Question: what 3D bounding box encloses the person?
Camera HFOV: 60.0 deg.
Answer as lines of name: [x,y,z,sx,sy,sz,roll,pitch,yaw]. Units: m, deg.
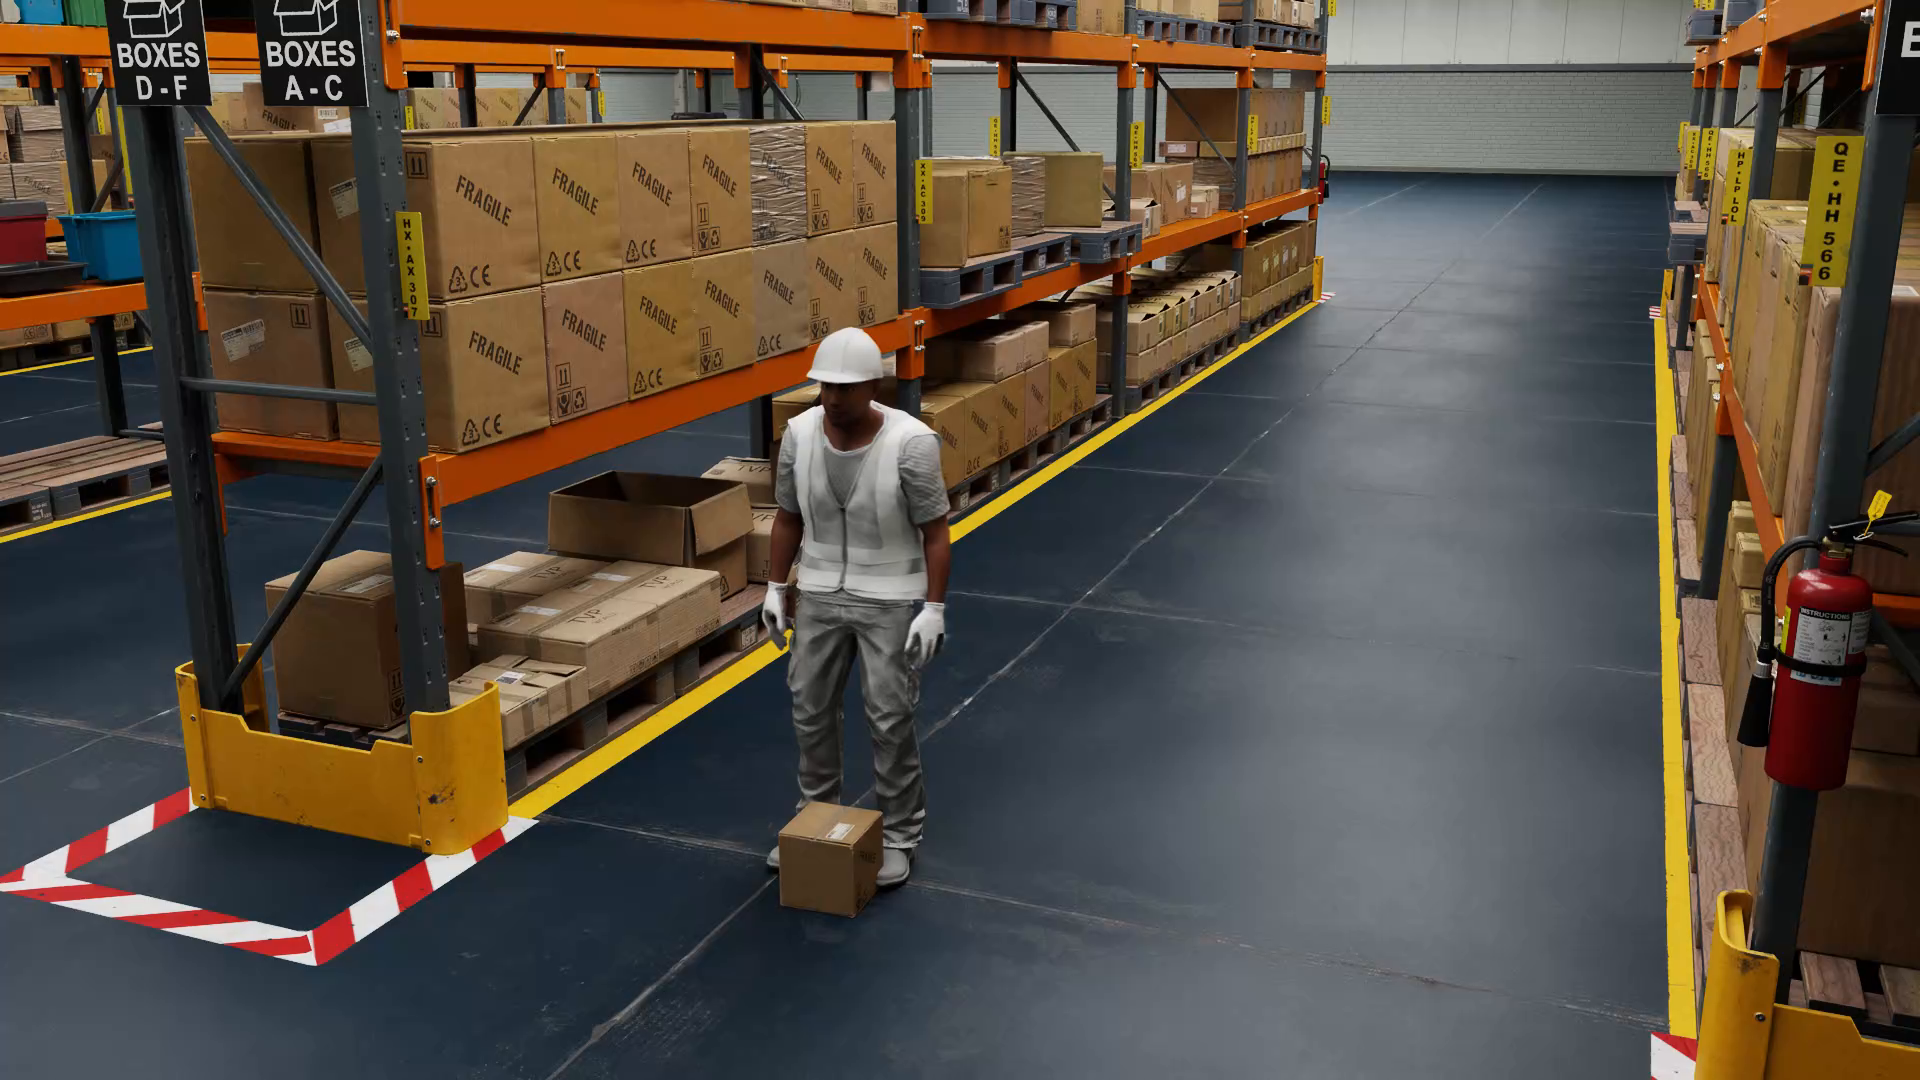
person: [-0.331,0.209,5.232,0.617,1.774,0.450,6,16,21]
